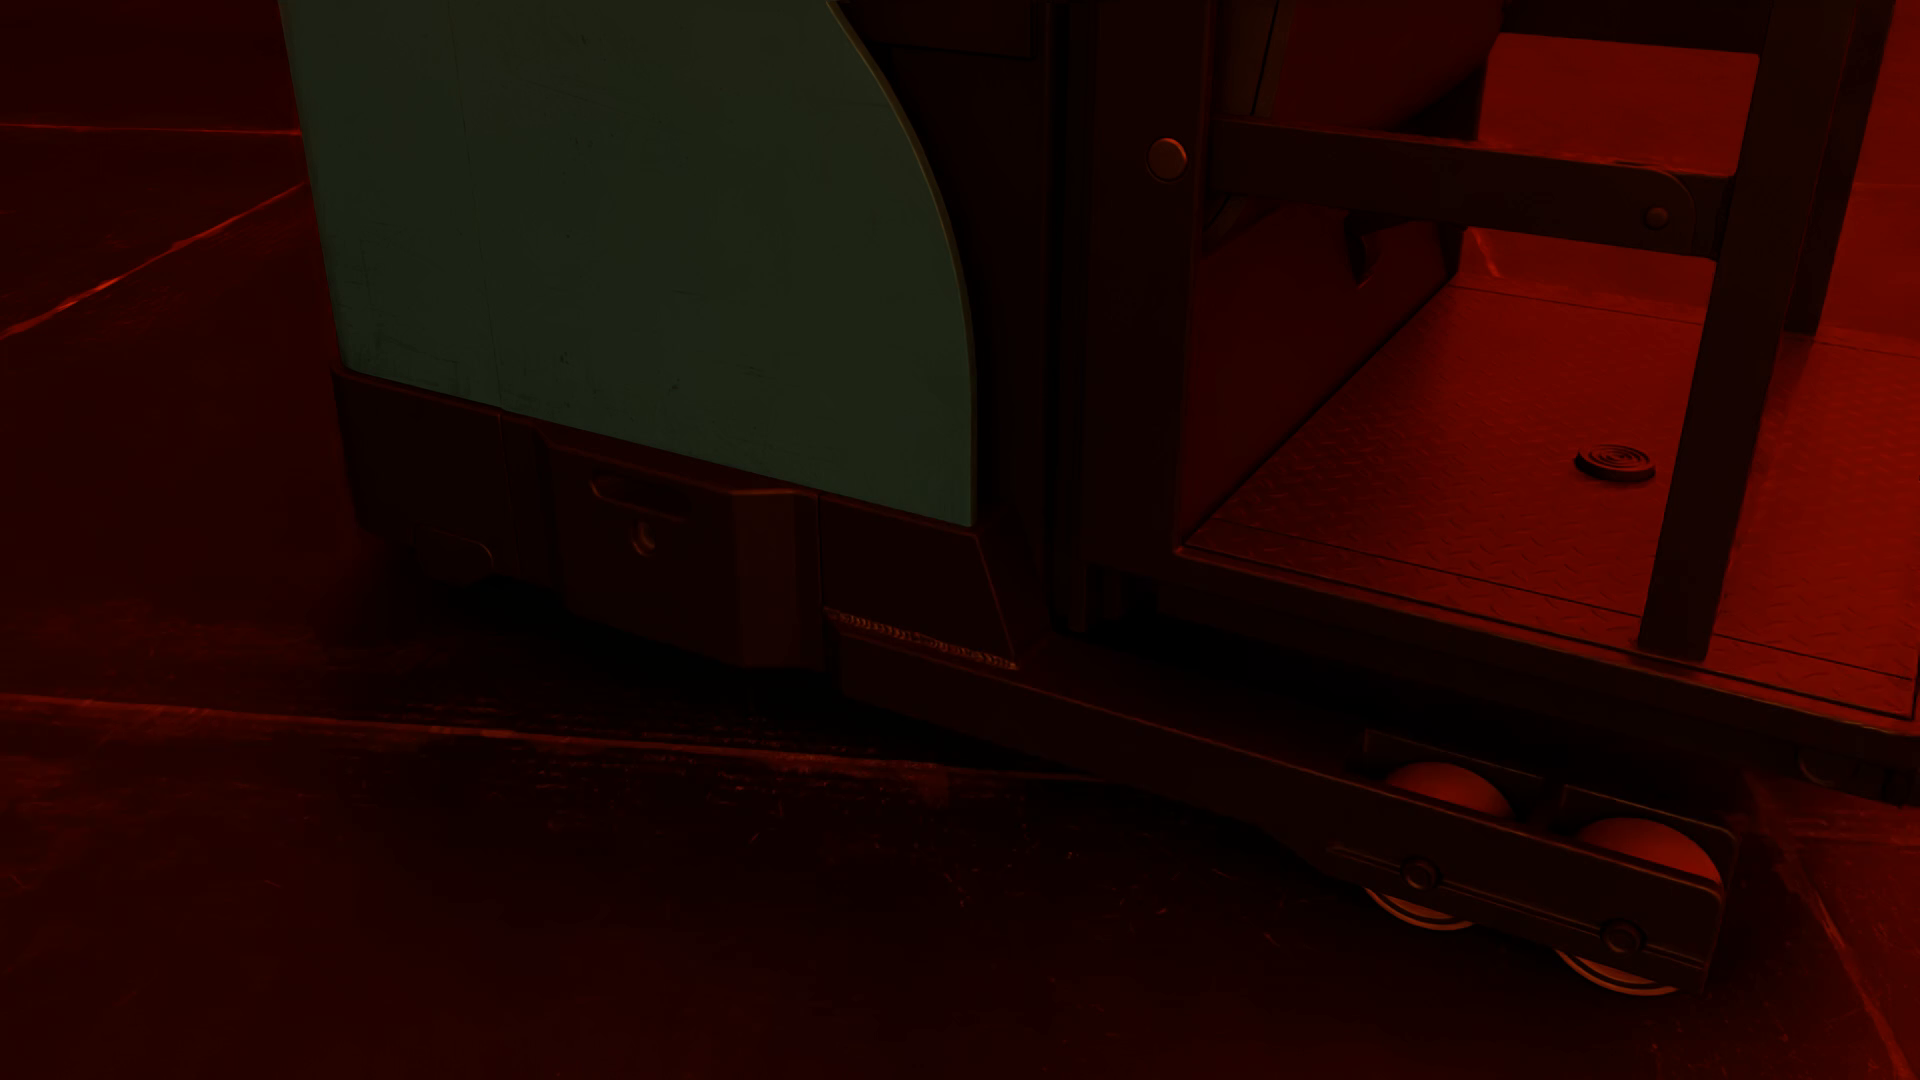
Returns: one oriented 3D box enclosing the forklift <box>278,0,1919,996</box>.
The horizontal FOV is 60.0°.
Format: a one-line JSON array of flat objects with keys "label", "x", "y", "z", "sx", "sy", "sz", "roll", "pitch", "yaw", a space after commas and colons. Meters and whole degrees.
[{"label": "forklift", "x": 0.659, "y": -1.142, "z": 1.507, "sx": 3.031, "sy": 2.935, "sz": 1.130, "roll": 14, "pitch": 30, "yaw": 26}]
